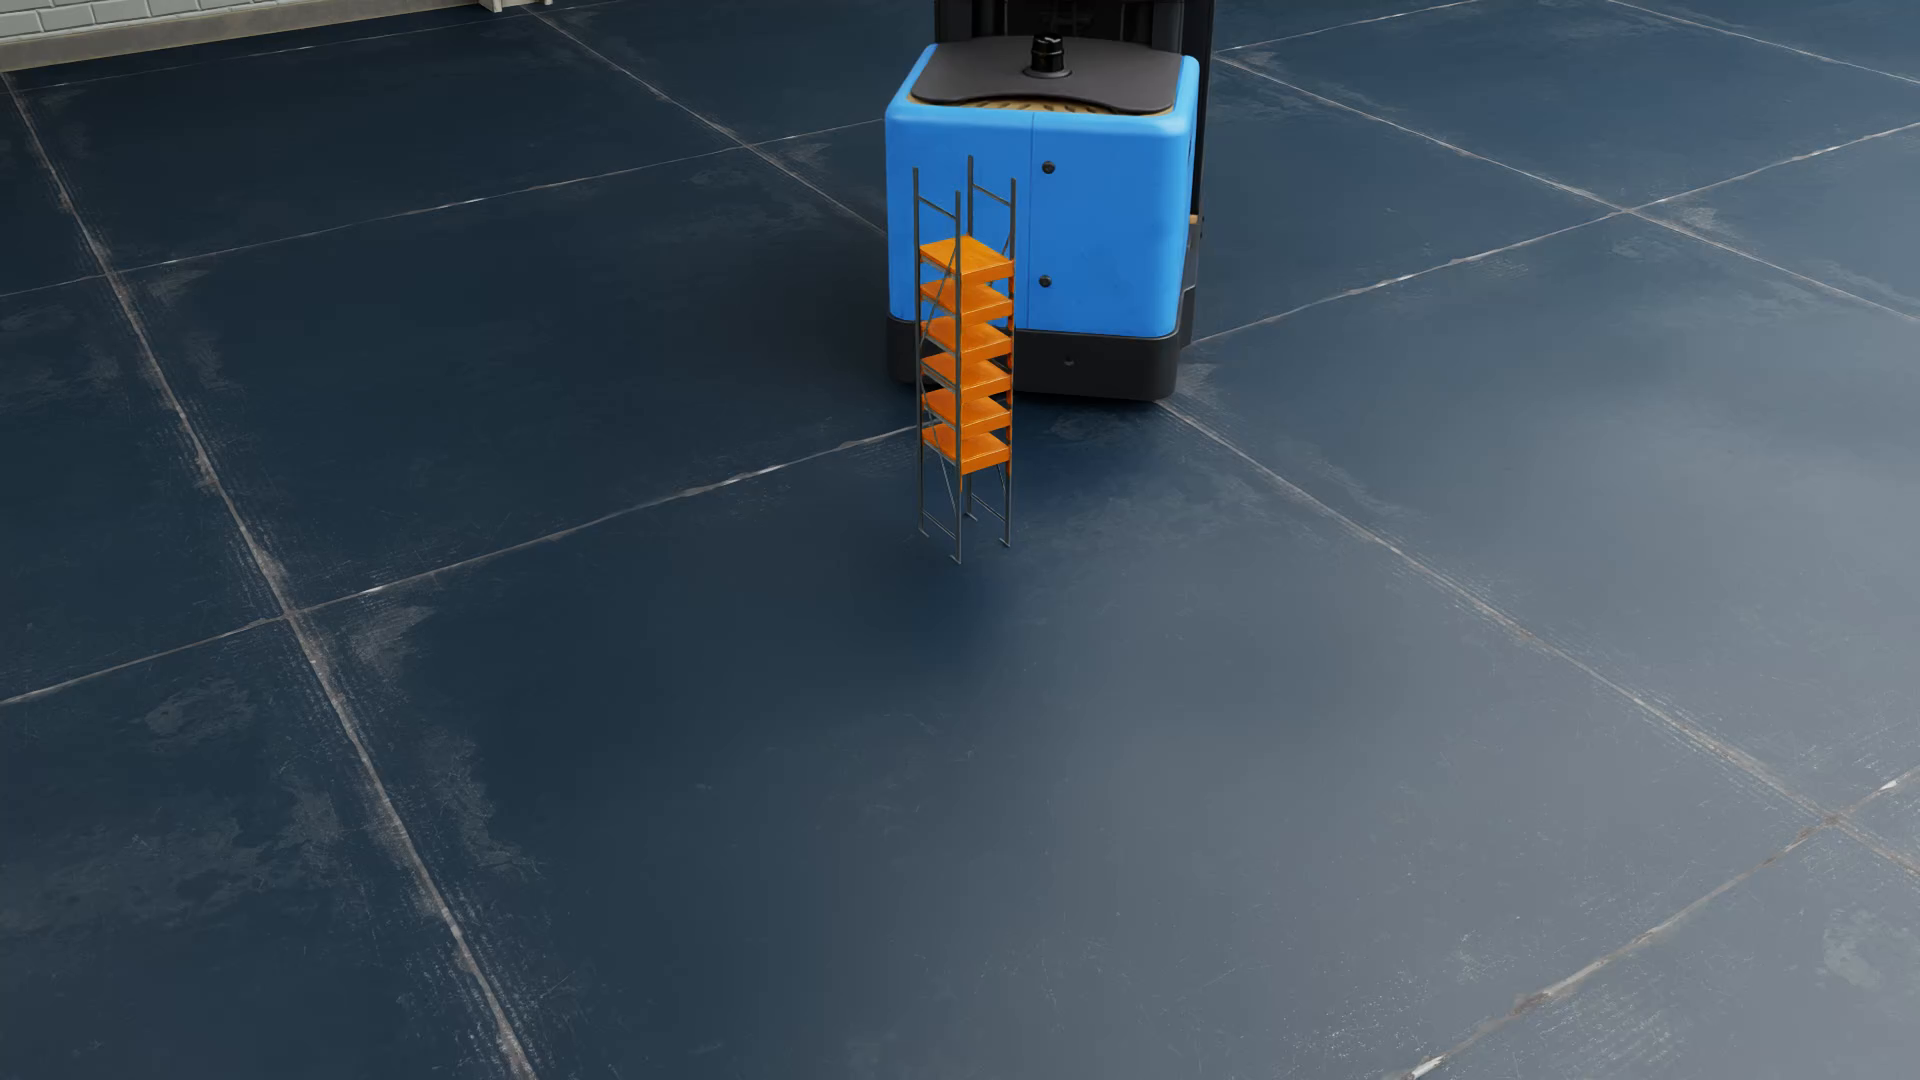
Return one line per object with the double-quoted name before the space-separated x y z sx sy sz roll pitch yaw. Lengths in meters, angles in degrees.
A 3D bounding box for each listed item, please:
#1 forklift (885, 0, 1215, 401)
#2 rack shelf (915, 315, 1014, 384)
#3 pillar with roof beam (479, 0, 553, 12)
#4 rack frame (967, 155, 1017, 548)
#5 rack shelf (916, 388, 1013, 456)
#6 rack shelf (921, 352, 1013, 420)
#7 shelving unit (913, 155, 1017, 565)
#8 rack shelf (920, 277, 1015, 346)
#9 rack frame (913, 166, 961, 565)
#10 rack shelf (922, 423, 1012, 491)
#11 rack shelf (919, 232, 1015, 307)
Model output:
"forklift" 0.484 -2.506 6.476 1.130 2.935 3.031 5 33 8
"rack shelf" 0.012 -0.576 4.896 0.180 0.103 0.258 -19 37 -27
"pillar with roof beam" -0.546 -5.352 5.301 0.400 9.000 9.100 -19 37 -27
"rack frame" 0.089 -0.538 4.978 0.006 1.200 0.240 -19 37 -27
"rack shelf" 0.012 -0.373 5.024 0.180 0.103 0.258 -19 37 -27
"rack shelf" 0.012 -0.474 4.960 0.180 0.103 0.258 -19 37 -27
"shelving unit" 0.012 -0.512 4.937 0.189 1.200 0.258 -19 37 -27
"rack shelf" 0.012 -0.677 4.832 0.180 0.103 0.258 -19 37 -27
"rack frame" -0.065 -0.485 4.895 0.006 1.200 0.240 -19 37 -27
"rack shelf" 0.012 -0.271 5.088 0.180 0.103 0.258 -19 37 -27
"rack shelf" 0.012 -0.779 4.768 0.180 0.103 0.258 -19 37 -27
